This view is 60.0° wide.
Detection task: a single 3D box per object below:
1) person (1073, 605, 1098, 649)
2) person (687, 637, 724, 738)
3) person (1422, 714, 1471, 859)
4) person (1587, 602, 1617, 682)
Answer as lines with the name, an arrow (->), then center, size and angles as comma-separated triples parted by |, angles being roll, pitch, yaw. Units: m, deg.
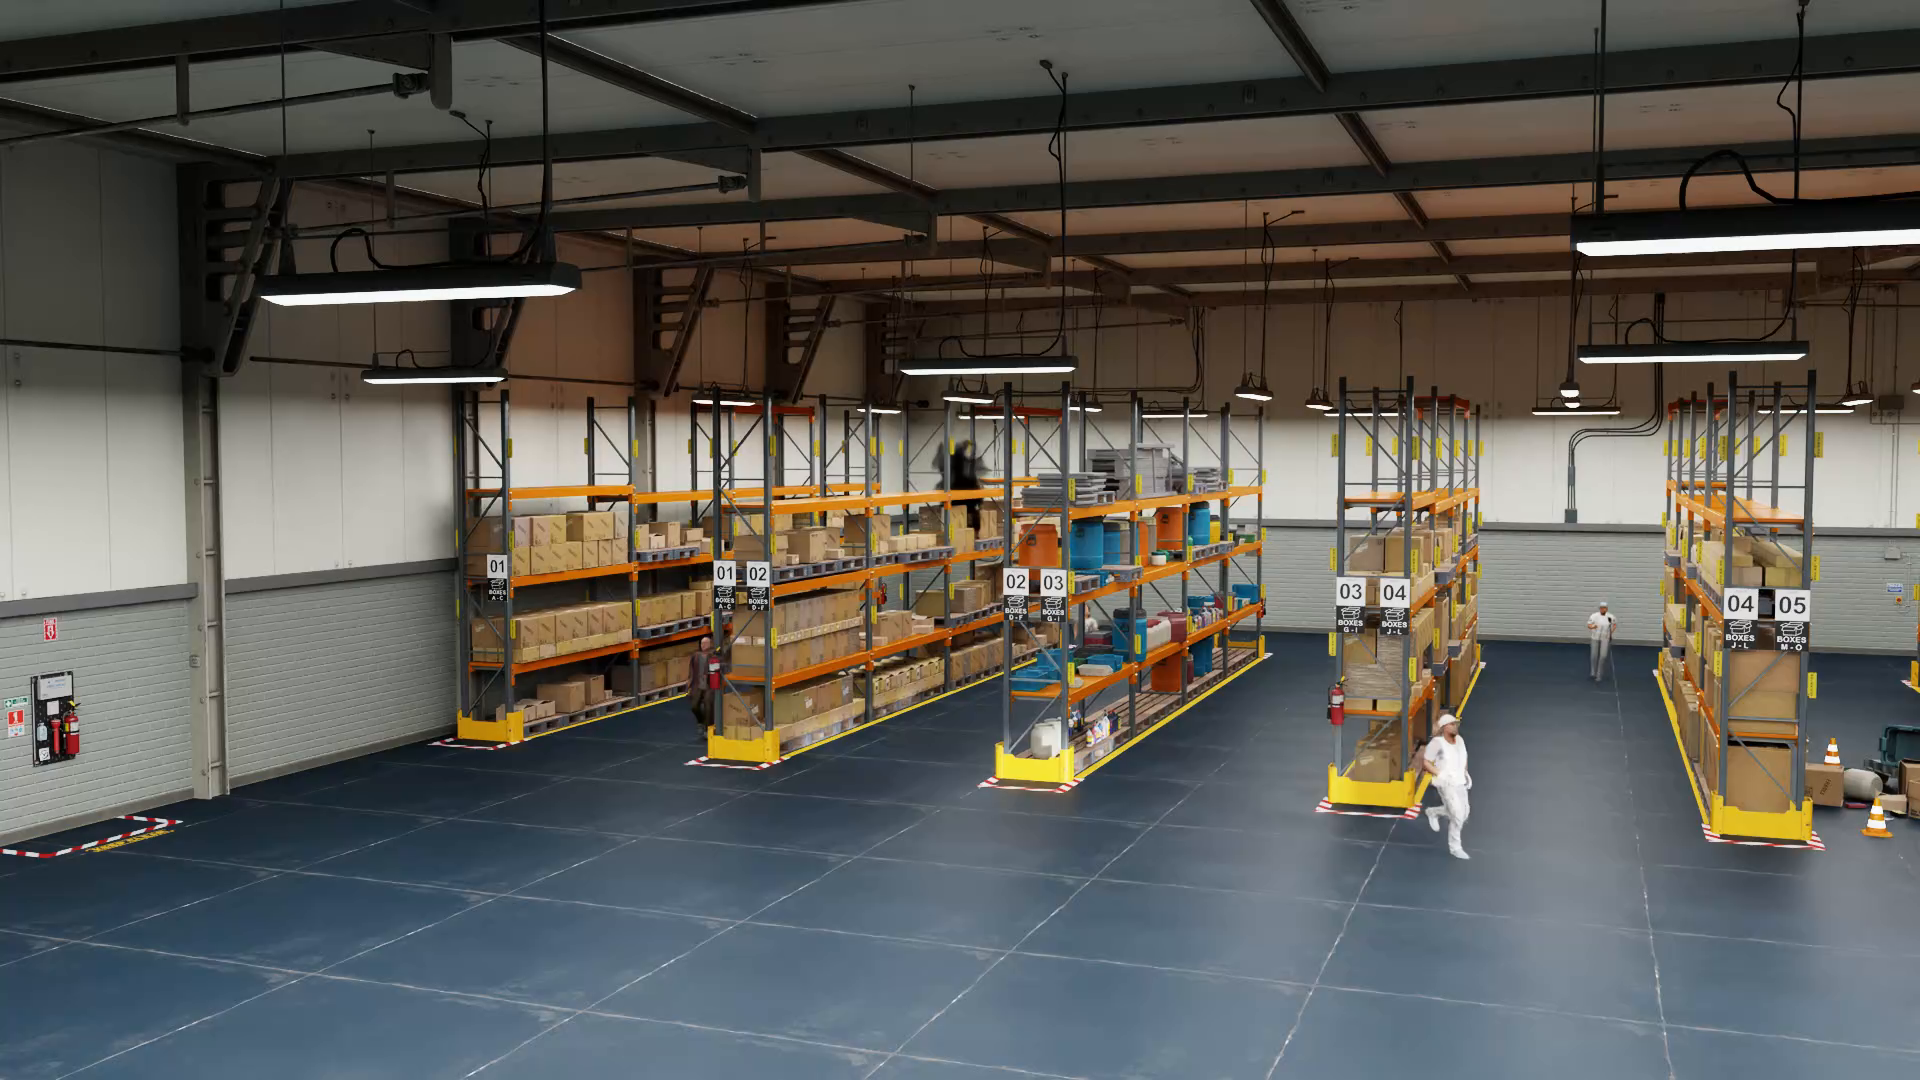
person -> 2.684, 2.216, 35.627 | 0.577, 1.640, 0.859 | 1, 3, 13
person -> -4.419, 2.548, 28.651 | 0.692, 1.742, 0.656 | 1, 3, 10
person -> 6.028, 3.020, 20.600 | 0.697, 1.738, 0.759 | -2, 4, -36
person -> 13.888, 2.200, 36.034 | 0.589, 1.727, 0.776 | 1, 3, 24
